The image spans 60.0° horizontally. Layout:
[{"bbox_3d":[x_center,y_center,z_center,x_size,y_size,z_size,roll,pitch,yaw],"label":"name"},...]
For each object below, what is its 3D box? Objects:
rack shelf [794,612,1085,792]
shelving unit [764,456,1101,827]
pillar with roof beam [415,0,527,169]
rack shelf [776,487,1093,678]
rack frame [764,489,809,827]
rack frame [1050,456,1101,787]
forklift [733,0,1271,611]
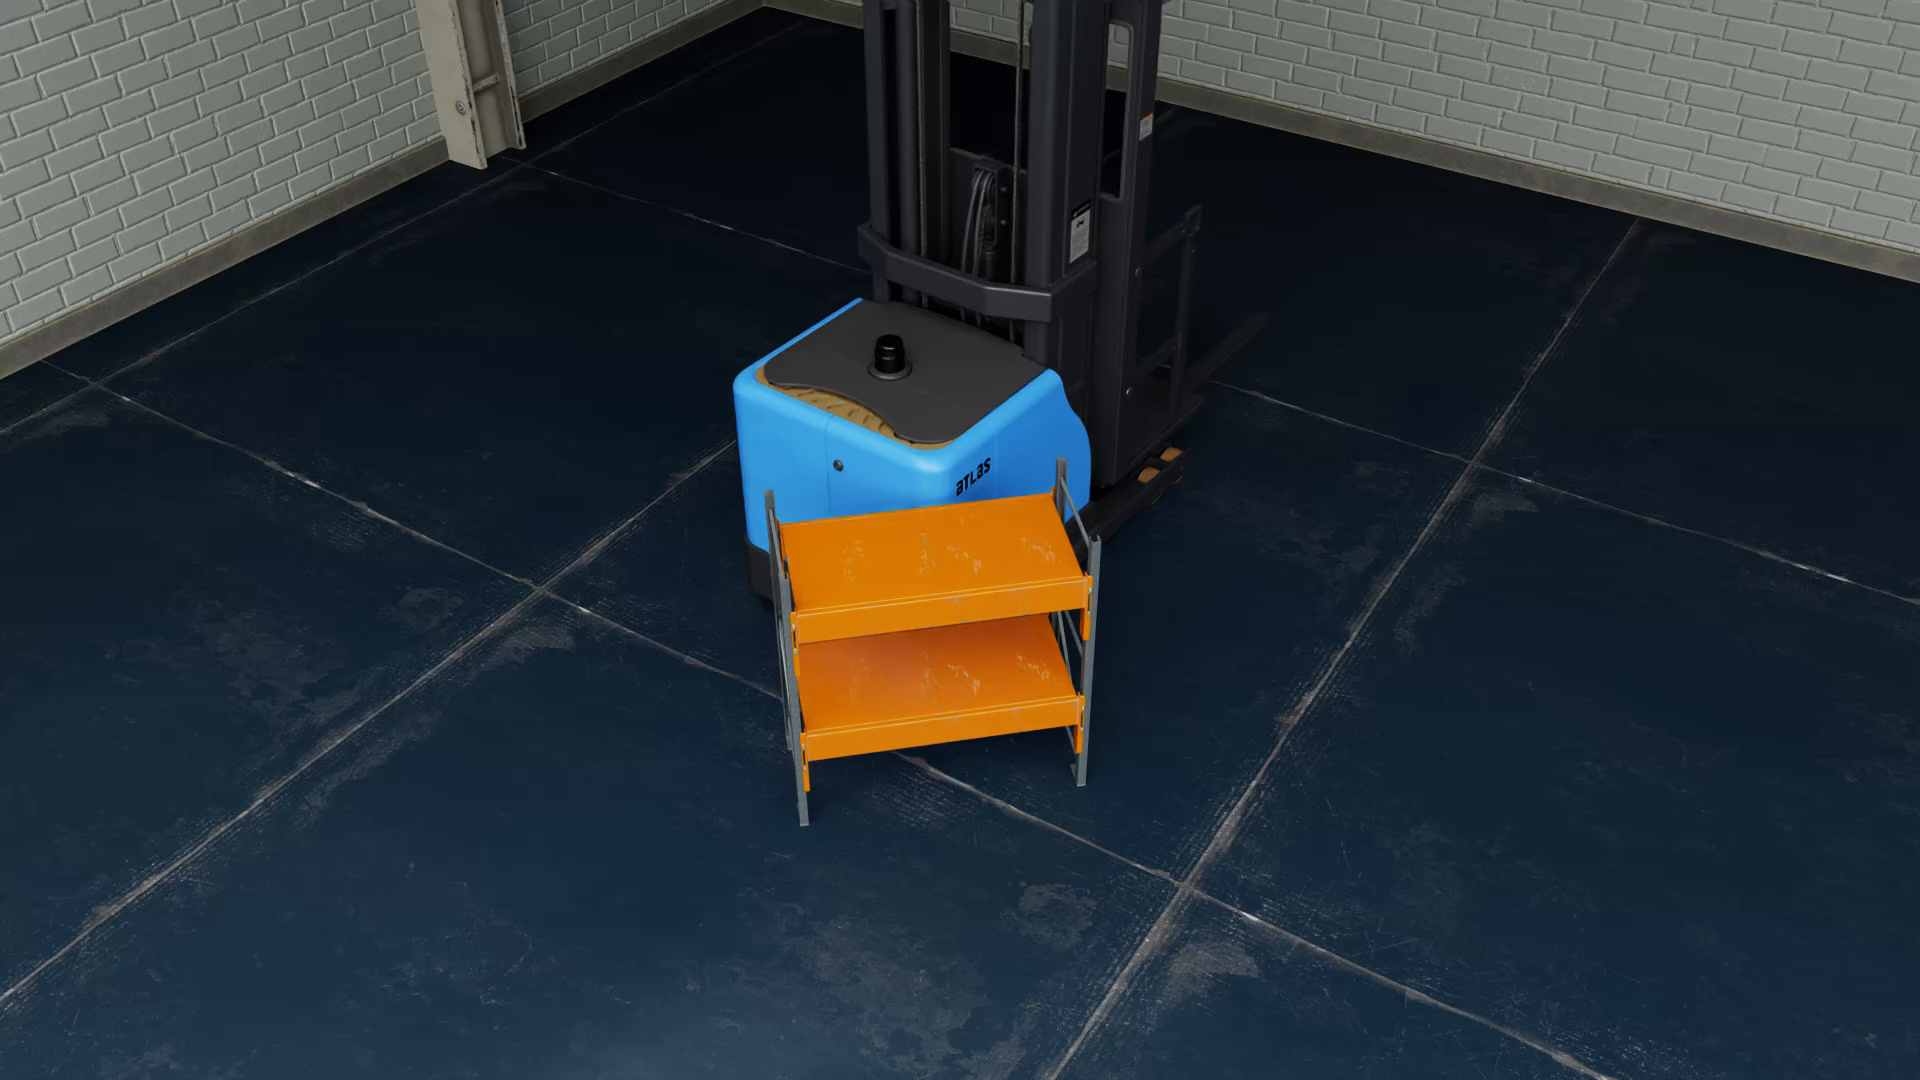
[{"bbox_3d":[-0.102,0.559,6.005,1.000,0.278,0.538,-7,38,-9],"label":"rack shelf"},{"bbox_3d":[-0.102,0.365,5.855,1.048,1.125,0.538,-7,38,-9],"label":"shelving unit"},{"bbox_3d":[0.677,-4.579,5.820,9.100,9.000,0.400,21,42,25],"label":"pillar with roof beam"},{"bbox_3d":[-0.102,0.133,5.677,1.000,0.278,0.538,-7,38,-9],"label":"rack shelf"},{"bbox_3d":[-0.601,0.424,5.778,0.032,1.125,0.500,-7,38,-9],"label":"rack frame"},{"bbox_3d":[0.397,0.306,5.932,0.032,1.125,0.500,-7,38,-9],"label":"rack frame"},{"bbox_3d":[0.396,-1.481,6.771,1.130,2.935,3.031,24,44,28],"label":"forklift"}]
